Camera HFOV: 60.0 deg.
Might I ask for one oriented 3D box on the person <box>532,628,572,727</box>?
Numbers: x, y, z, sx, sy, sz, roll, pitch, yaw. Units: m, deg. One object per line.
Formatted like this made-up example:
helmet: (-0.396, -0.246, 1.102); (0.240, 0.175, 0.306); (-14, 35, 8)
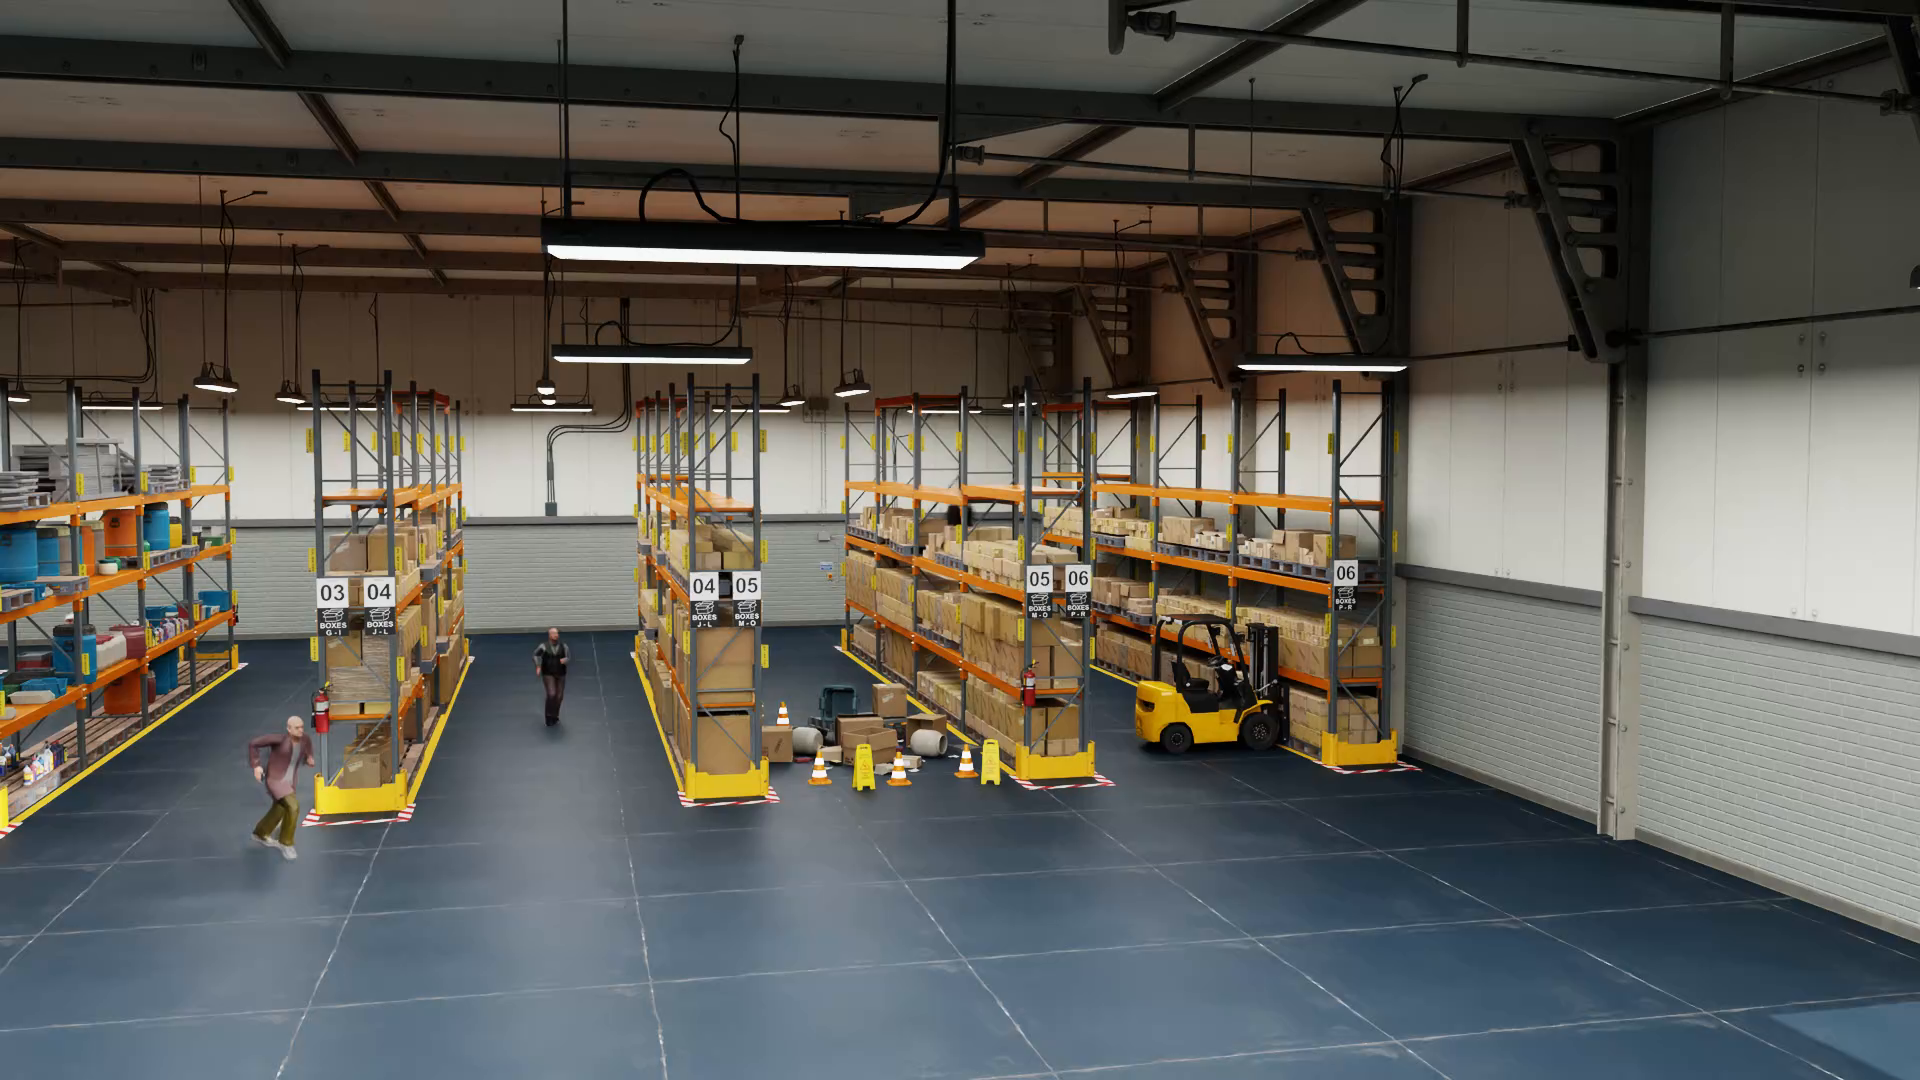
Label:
person: (-7.220, 2.442, 29.537); (0.641, 1.748, 0.720); (-2, 4, -28)

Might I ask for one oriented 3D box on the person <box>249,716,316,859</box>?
person: (-8.260, 3.003, 20.214); (1.000, 1.766, 0.744); (2, 4, 27)

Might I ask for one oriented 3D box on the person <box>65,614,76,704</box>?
person: (-17.198, 2.287, 32.235); (0.673, 1.735, 0.676); (-2, 4, -25)
